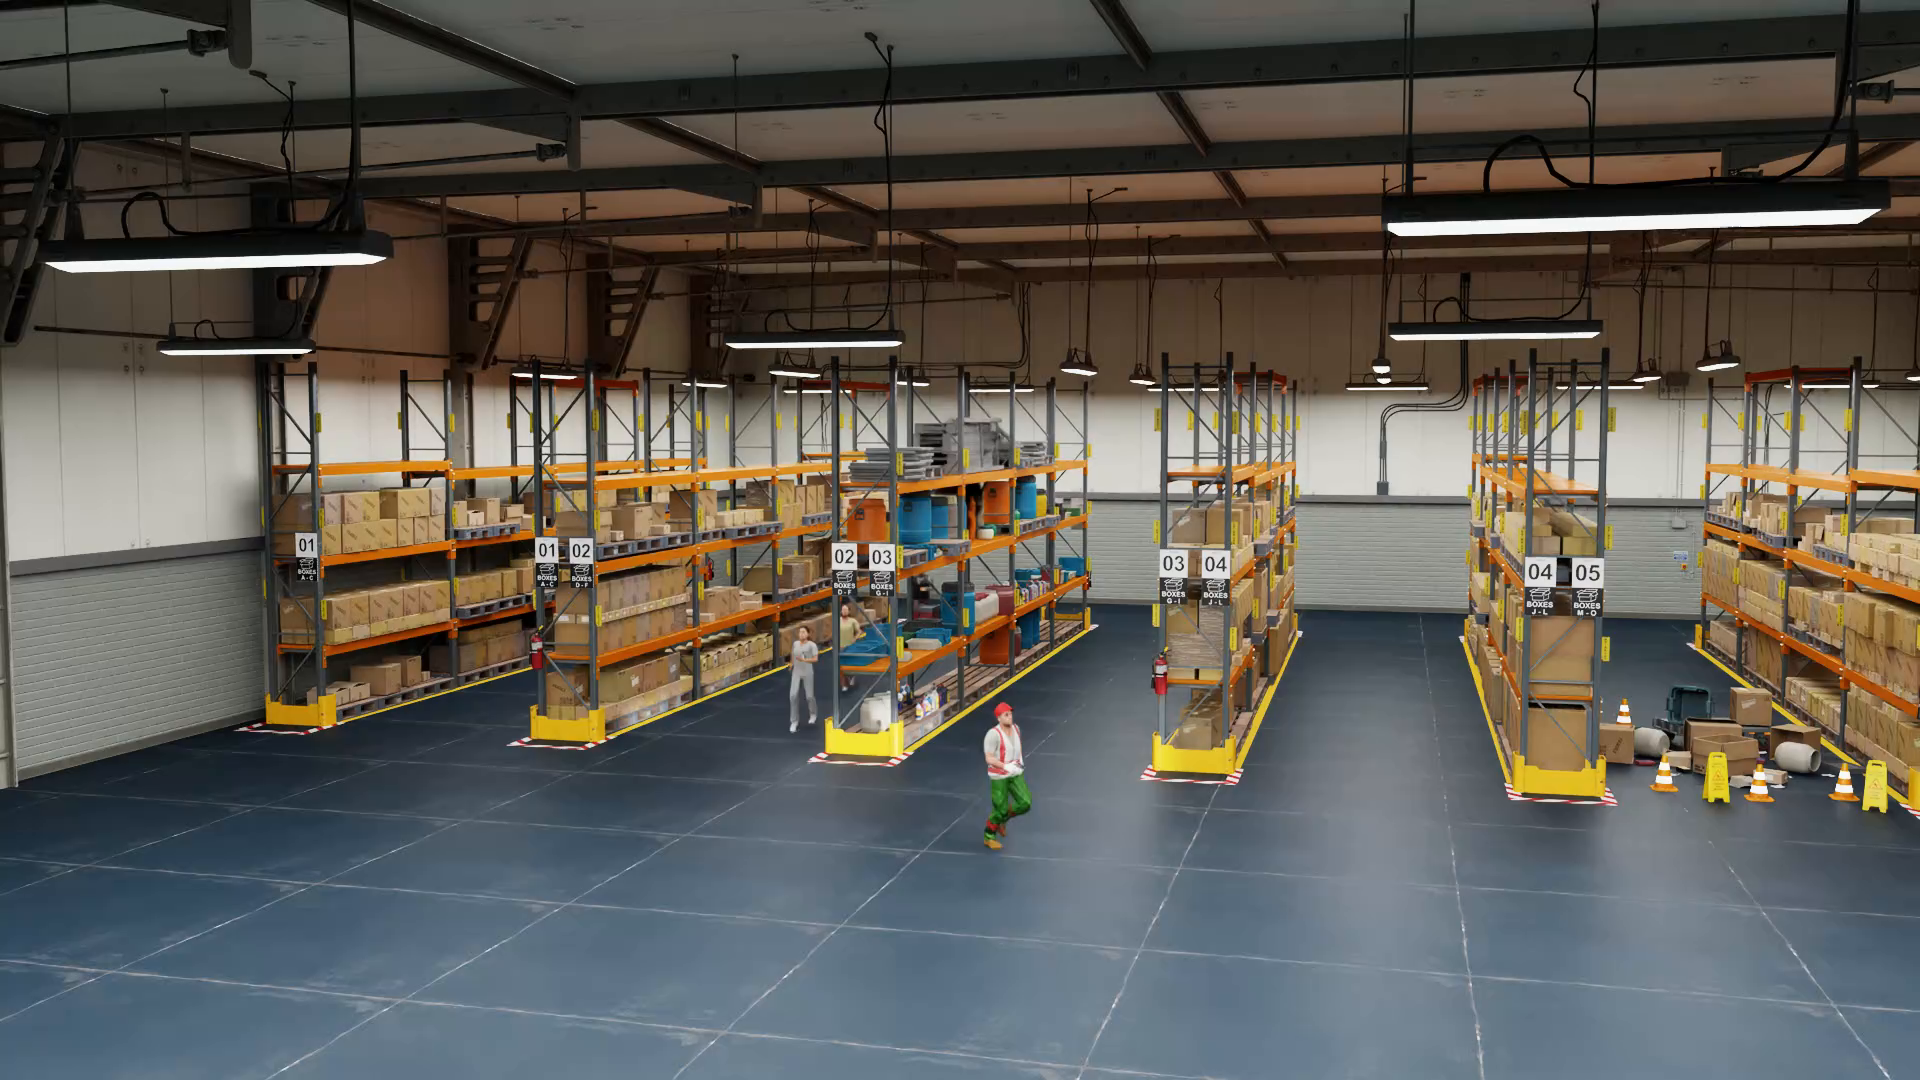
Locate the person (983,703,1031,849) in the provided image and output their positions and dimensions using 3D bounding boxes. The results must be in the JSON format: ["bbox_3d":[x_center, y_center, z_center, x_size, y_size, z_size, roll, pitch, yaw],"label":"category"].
[{"bbox_3d":[0.570,2.762,19.452,0.693,1.737,0.699,-3,5,-40],"label":"person"}]

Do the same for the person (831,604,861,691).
[{"bbox_3d":[-2.143,2.002,31.083,0.577,1.621,0.562,0,4,4],"label":"person"}]

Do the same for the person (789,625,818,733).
[{"bbox_3d":[-2.559,2.239,27.211,0.543,1.710,0.840,1,4,13],"label":"person"}]

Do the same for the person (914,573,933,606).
[{"bbox_3d":[-0.924,1.428,38.680,0.621,1.774,0.834,0,4,1],"label":"person"}]
